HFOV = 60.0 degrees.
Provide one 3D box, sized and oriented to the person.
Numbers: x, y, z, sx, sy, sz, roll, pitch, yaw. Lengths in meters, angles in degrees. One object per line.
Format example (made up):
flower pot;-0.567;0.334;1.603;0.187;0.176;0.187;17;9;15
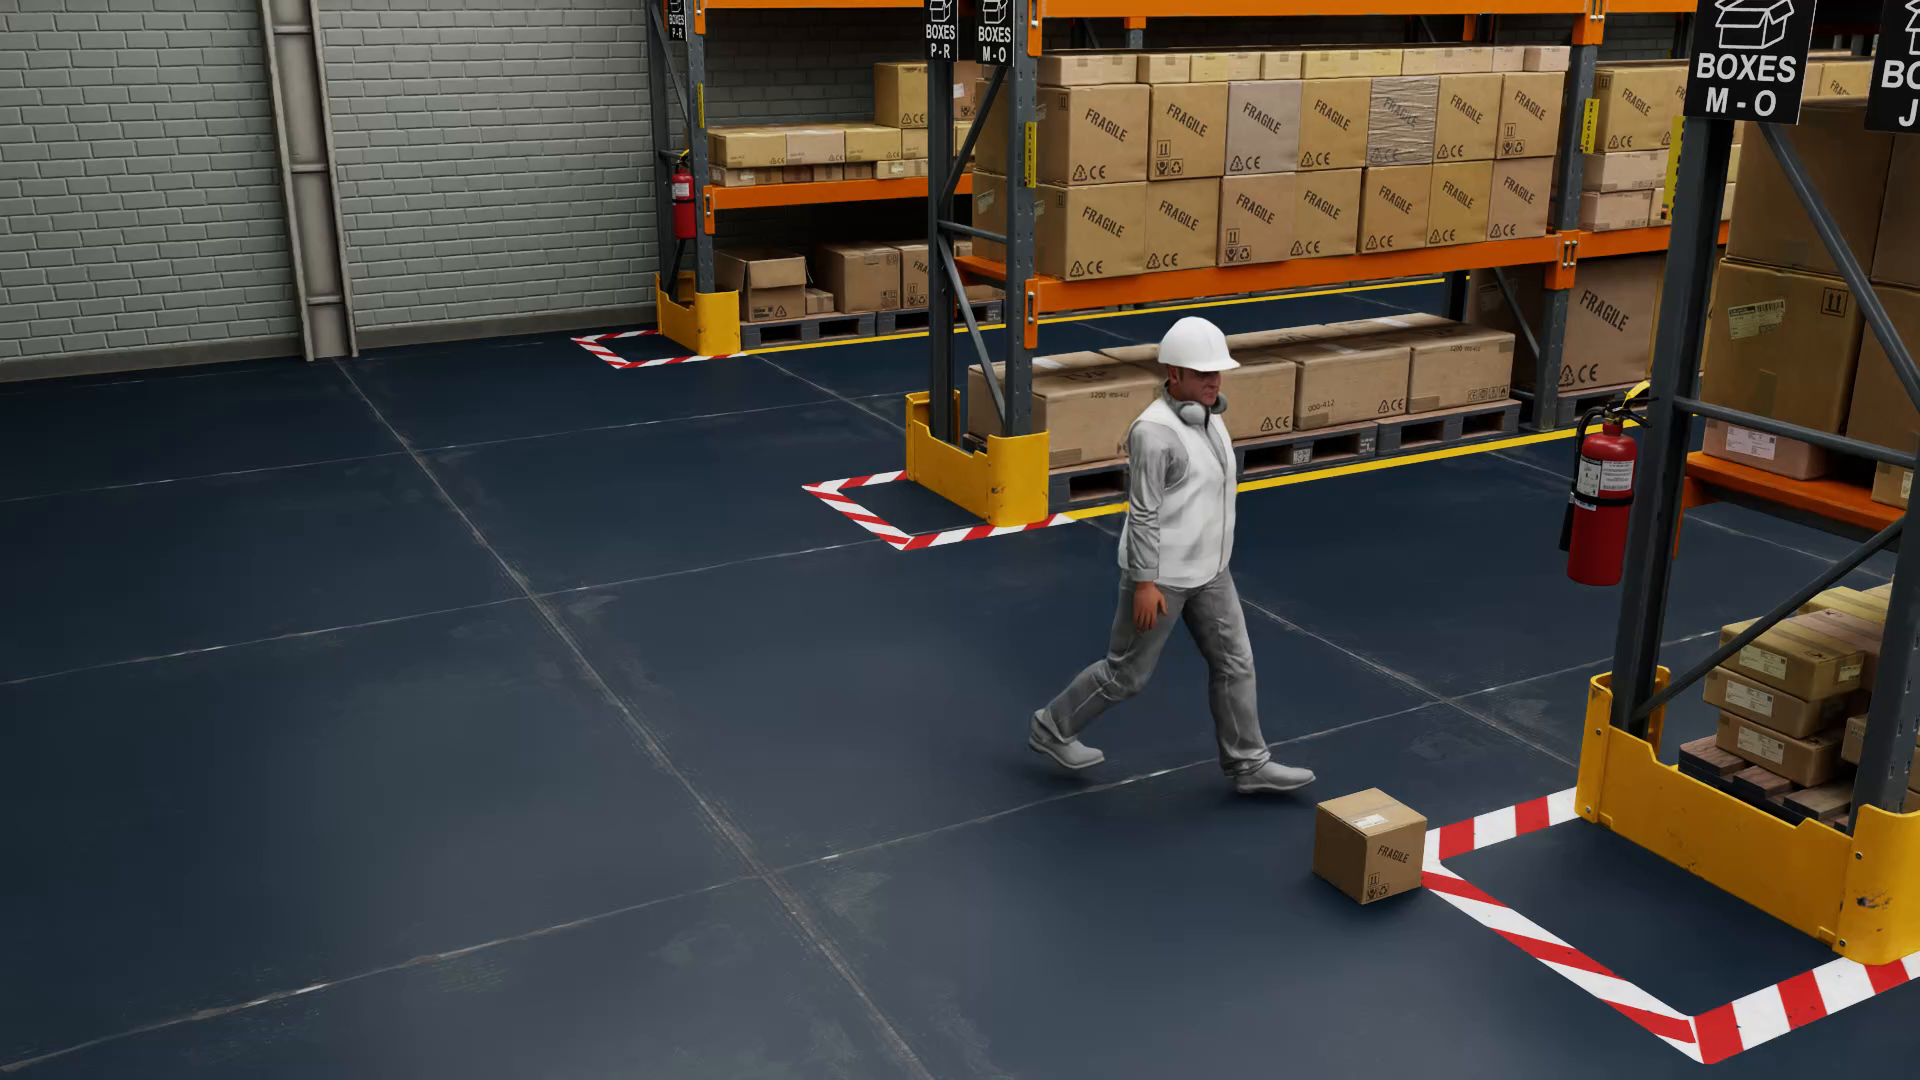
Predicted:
person;0.757;0.078;5.825;1.000;1.739;0.598;12;22;32
